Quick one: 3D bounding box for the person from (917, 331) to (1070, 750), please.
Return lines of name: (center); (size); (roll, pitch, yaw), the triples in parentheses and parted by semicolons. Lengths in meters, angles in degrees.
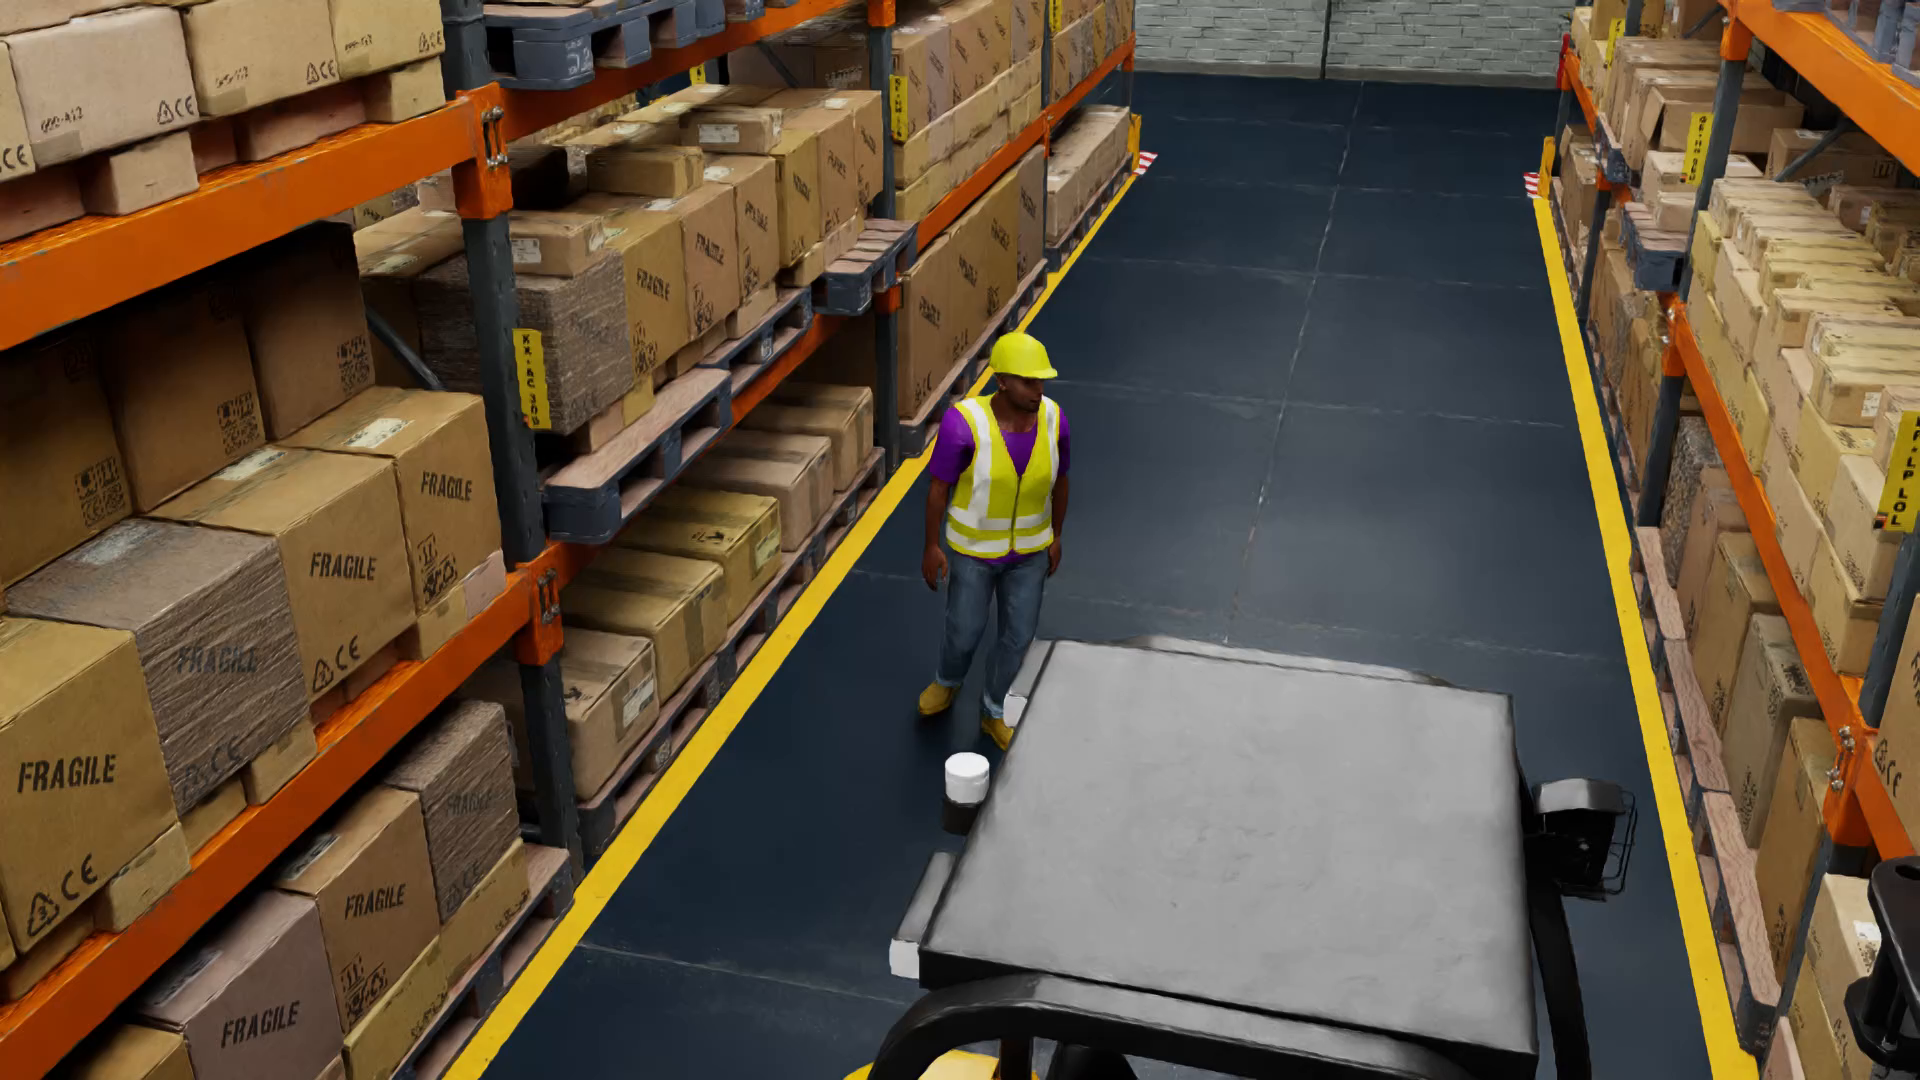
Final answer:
person: (0.132, -0.006, 6.597); (0.614, 1.757, 0.568); (-8, 26, -17)
